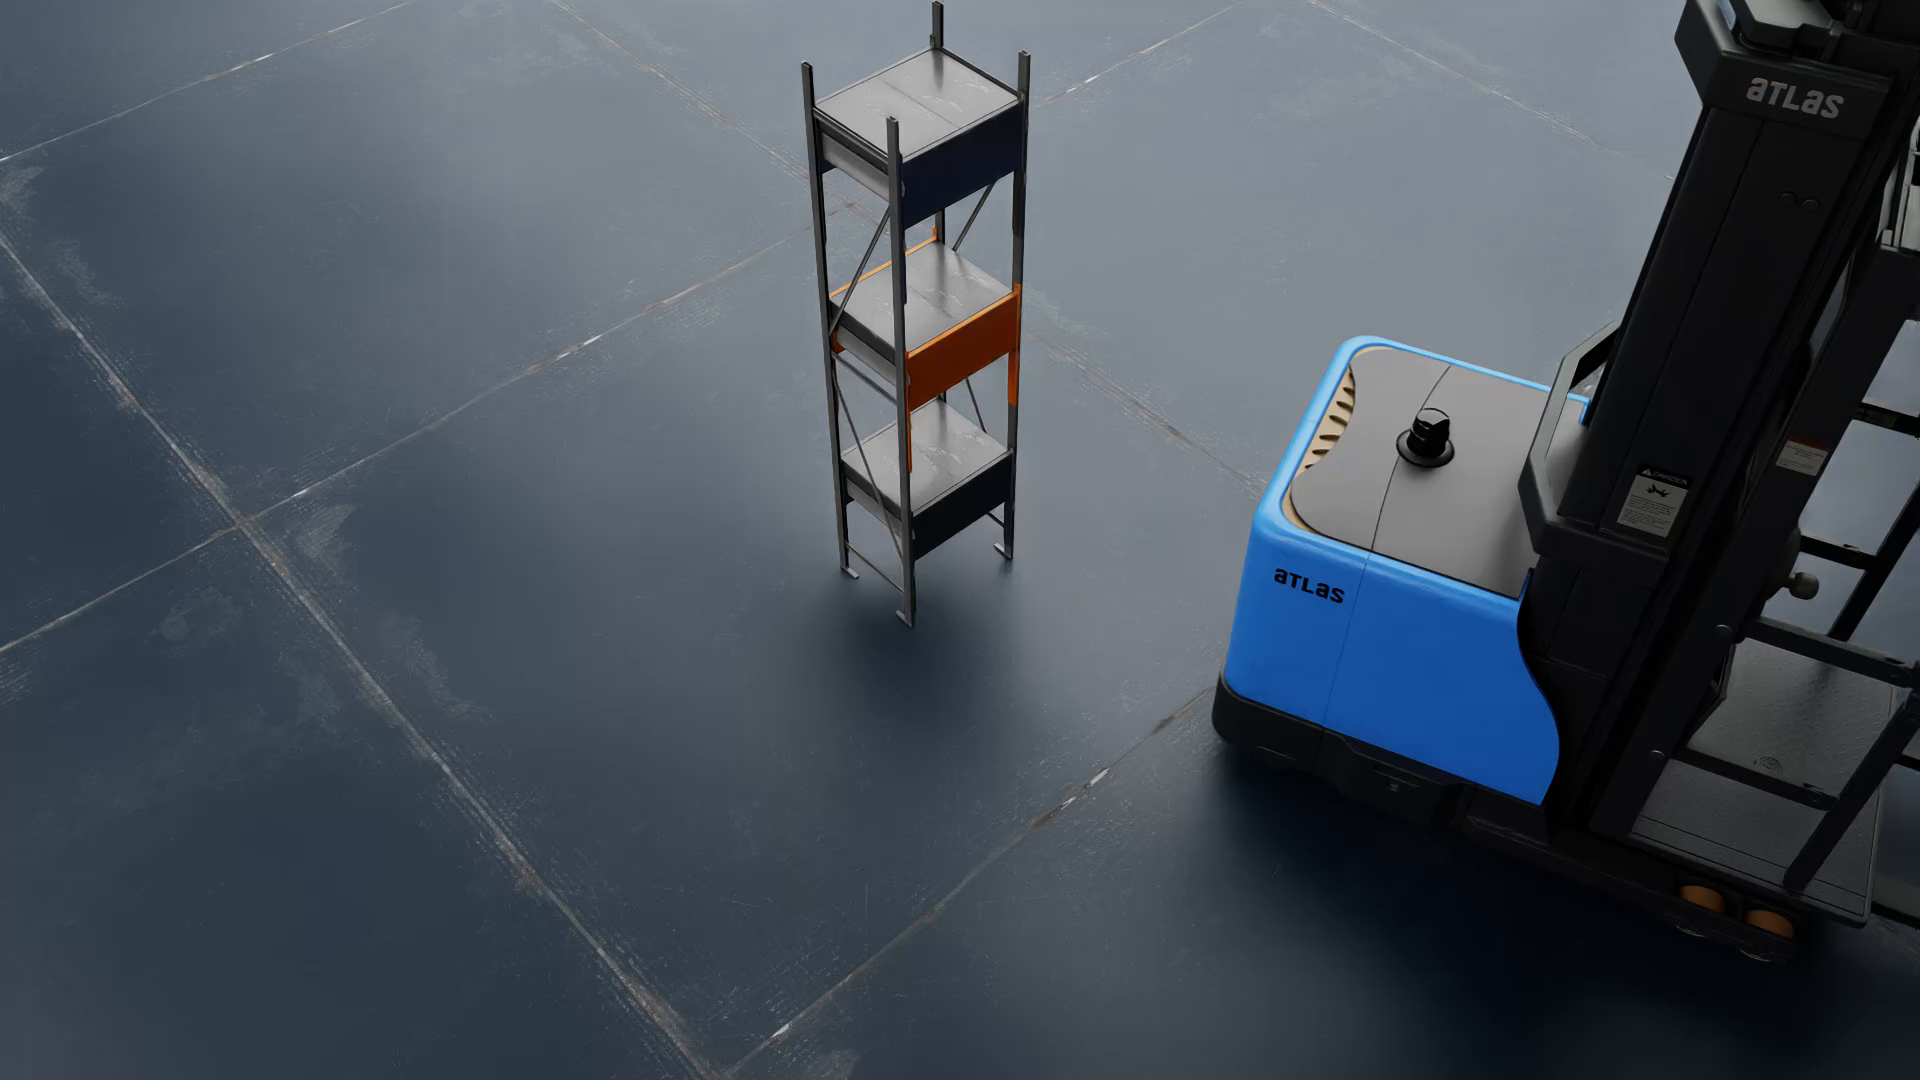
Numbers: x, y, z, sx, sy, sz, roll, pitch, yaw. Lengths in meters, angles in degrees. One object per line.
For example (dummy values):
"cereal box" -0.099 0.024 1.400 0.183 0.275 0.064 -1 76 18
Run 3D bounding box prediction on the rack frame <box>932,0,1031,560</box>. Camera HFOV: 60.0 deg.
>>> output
"rack frame" 0.058 -0.751 5.514 0.015 2.100 0.400 -34 56 -27

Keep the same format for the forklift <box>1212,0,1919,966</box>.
"forklift" 2.403 -0.163 4.406 3.031 2.935 1.130 20 50 17

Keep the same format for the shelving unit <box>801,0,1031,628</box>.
"shelving unit" -0.122 -0.630 5.403 0.503 2.100 0.431 -34 56 -27

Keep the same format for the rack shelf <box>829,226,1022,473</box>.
"rack shelf" -0.122 -0.621 5.413 0.480 0.518 0.431 -34 56 -27

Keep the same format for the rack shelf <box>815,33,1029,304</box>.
"rack shelf" -0.122 -1.096 4.898 0.480 0.518 0.431 -34 56 -27

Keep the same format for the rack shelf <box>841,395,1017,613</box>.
"rack shelf" -0.122 -0.146 5.927 0.480 0.518 0.431 -34 56 -27

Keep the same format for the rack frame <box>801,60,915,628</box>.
"rack frame" -0.303 -0.510 5.291 0.015 2.100 0.400 -34 56 -27
